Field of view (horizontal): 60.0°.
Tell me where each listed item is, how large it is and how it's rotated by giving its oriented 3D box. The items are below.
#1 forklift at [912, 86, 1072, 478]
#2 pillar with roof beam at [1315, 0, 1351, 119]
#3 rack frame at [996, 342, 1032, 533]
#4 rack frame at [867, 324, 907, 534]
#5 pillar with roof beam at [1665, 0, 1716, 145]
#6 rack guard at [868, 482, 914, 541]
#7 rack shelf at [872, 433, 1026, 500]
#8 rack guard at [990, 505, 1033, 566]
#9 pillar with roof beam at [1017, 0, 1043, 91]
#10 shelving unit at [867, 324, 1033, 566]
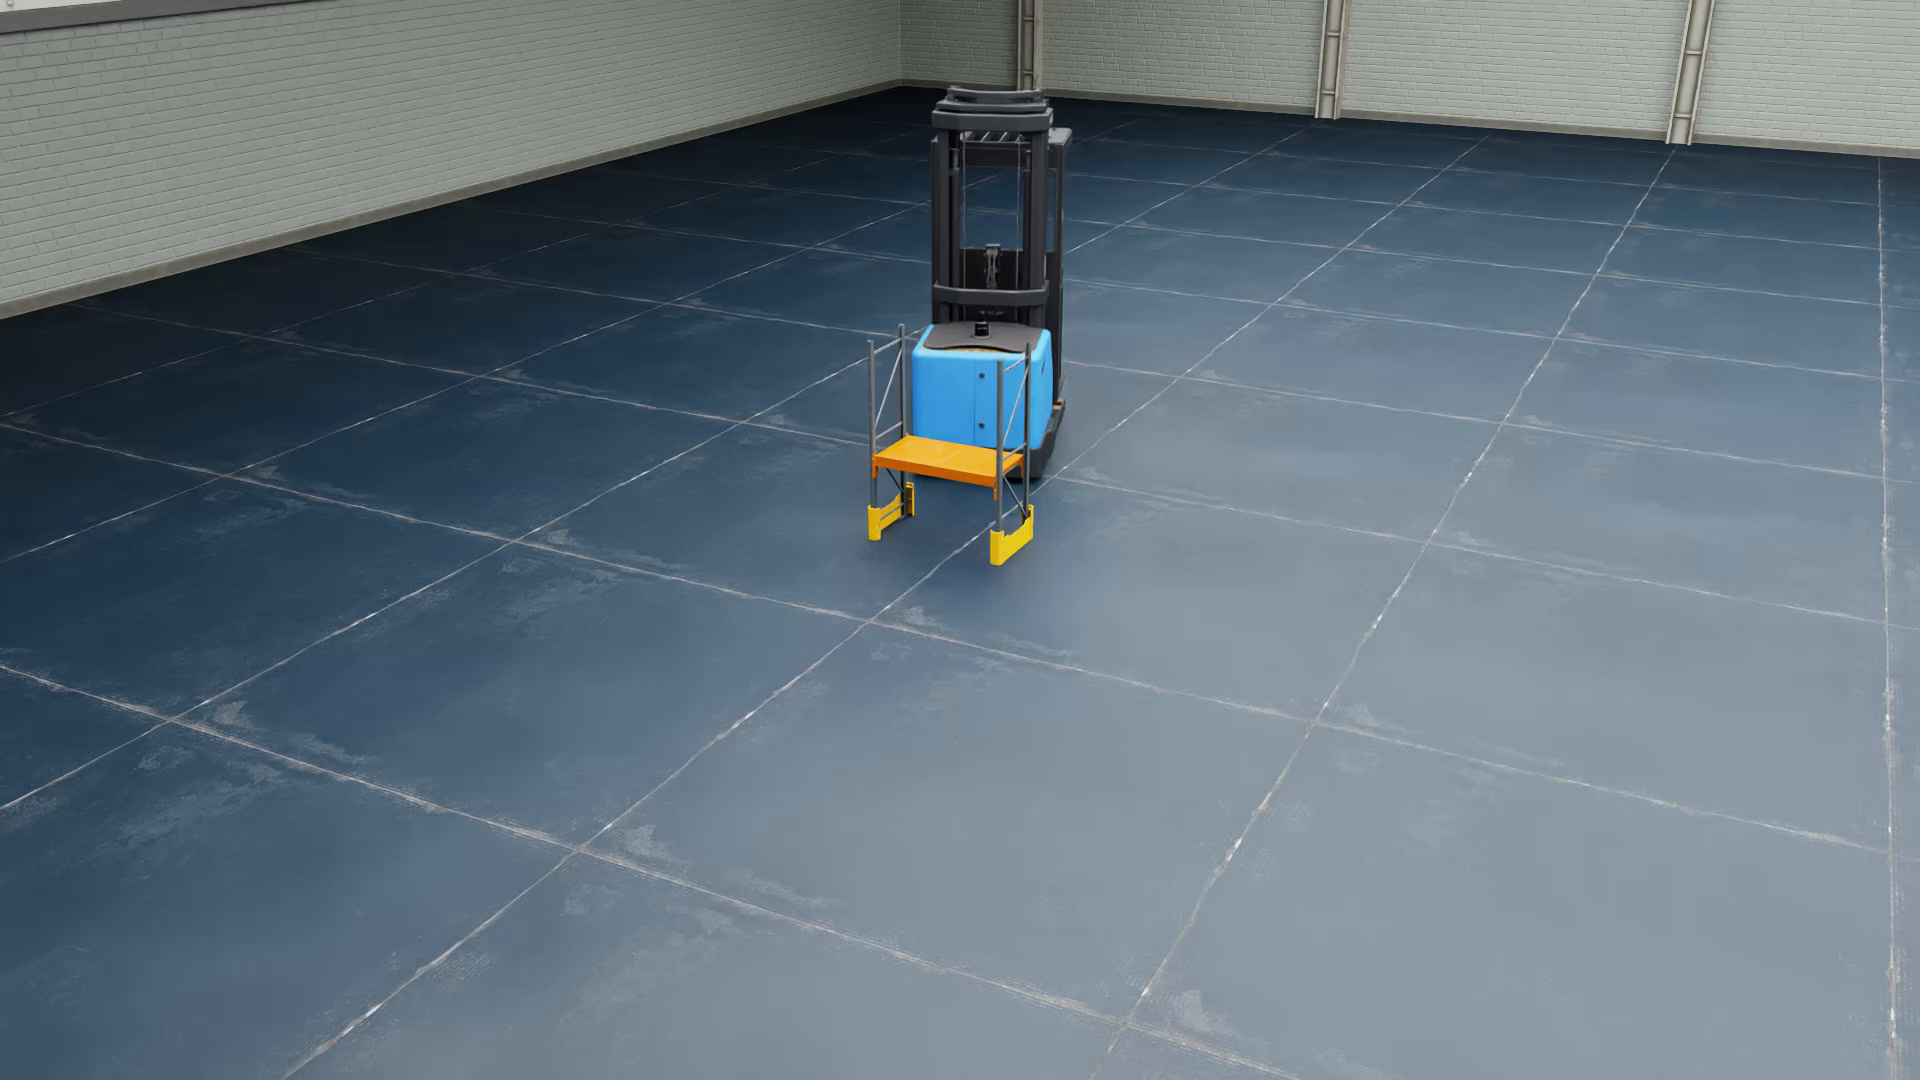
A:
[{"bbox_3d":[0.344,-2.383,14.107,1.130,2.935,3.031,3,23,8],"label":"forklift"},{"bbox_3d":[4.785,-10.374,25.145,0.400,9.000,9.100,11,25,25],"label":"pillar with roof beam"},{"bbox_3d":[0.378,-0.615,11.781,0.032,1.500,0.500,11,25,25],"label":"rack frame"},{"bbox_3d":[-0.530,-0.795,12.203,0.032,1.500,0.500,11,25,25],"label":"rack frame"},{"bbox_3d":[10.140,-9.314,22.654,0.400,9.000,9.100,11,25,25],"label":"pillar with roof beam"},{"bbox_3d":[-0.512,-0.216,12.440,0.087,0.250,0.587,11,25,25],"label":"rack guard"},{"bbox_3d":[-0.076,-0.540,12.062,1.000,0.185,0.538,11,25,25],"label":"rack shelf"},{"bbox_3d":[0.376,-0.041,12.026,0.087,0.250,0.587,11,25,25],"label":"rack guard"},{"bbox_3d":[-0.569,-11.433,27.636,0.400,9.000,9.100,11,25,25],"label":"pillar with roof beam"},{"bbox_3d":[-0.068,-0.704,11.988,1.083,1.500,0.587,11,25,25],"label":"shelving unit"}]
